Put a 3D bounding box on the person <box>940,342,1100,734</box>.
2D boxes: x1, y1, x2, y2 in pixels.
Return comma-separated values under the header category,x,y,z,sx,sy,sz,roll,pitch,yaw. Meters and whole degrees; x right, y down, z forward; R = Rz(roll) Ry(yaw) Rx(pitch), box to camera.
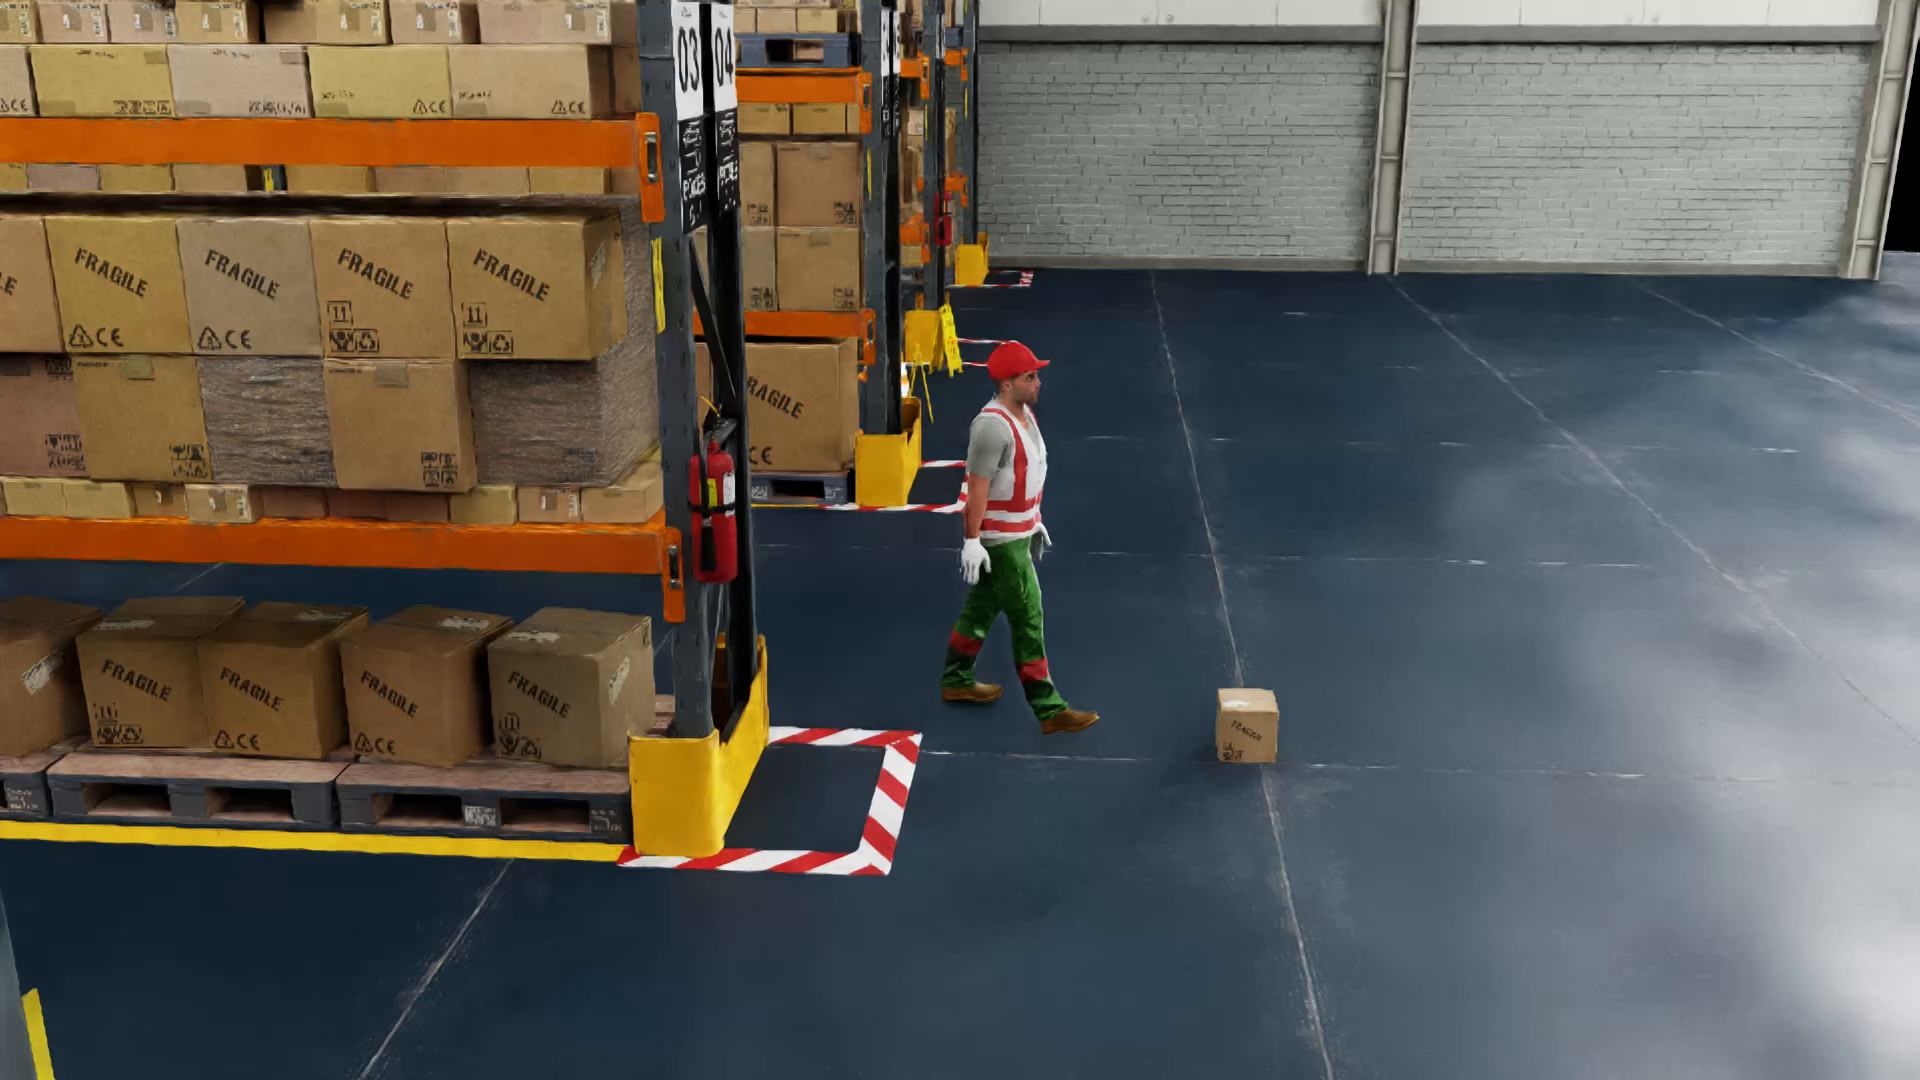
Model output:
category,x,y,z,sx,sy,sz,roll,pitch,yaw
person,0.290,-0.021,7.560,0.838,1.766,0.571,5,18,17
